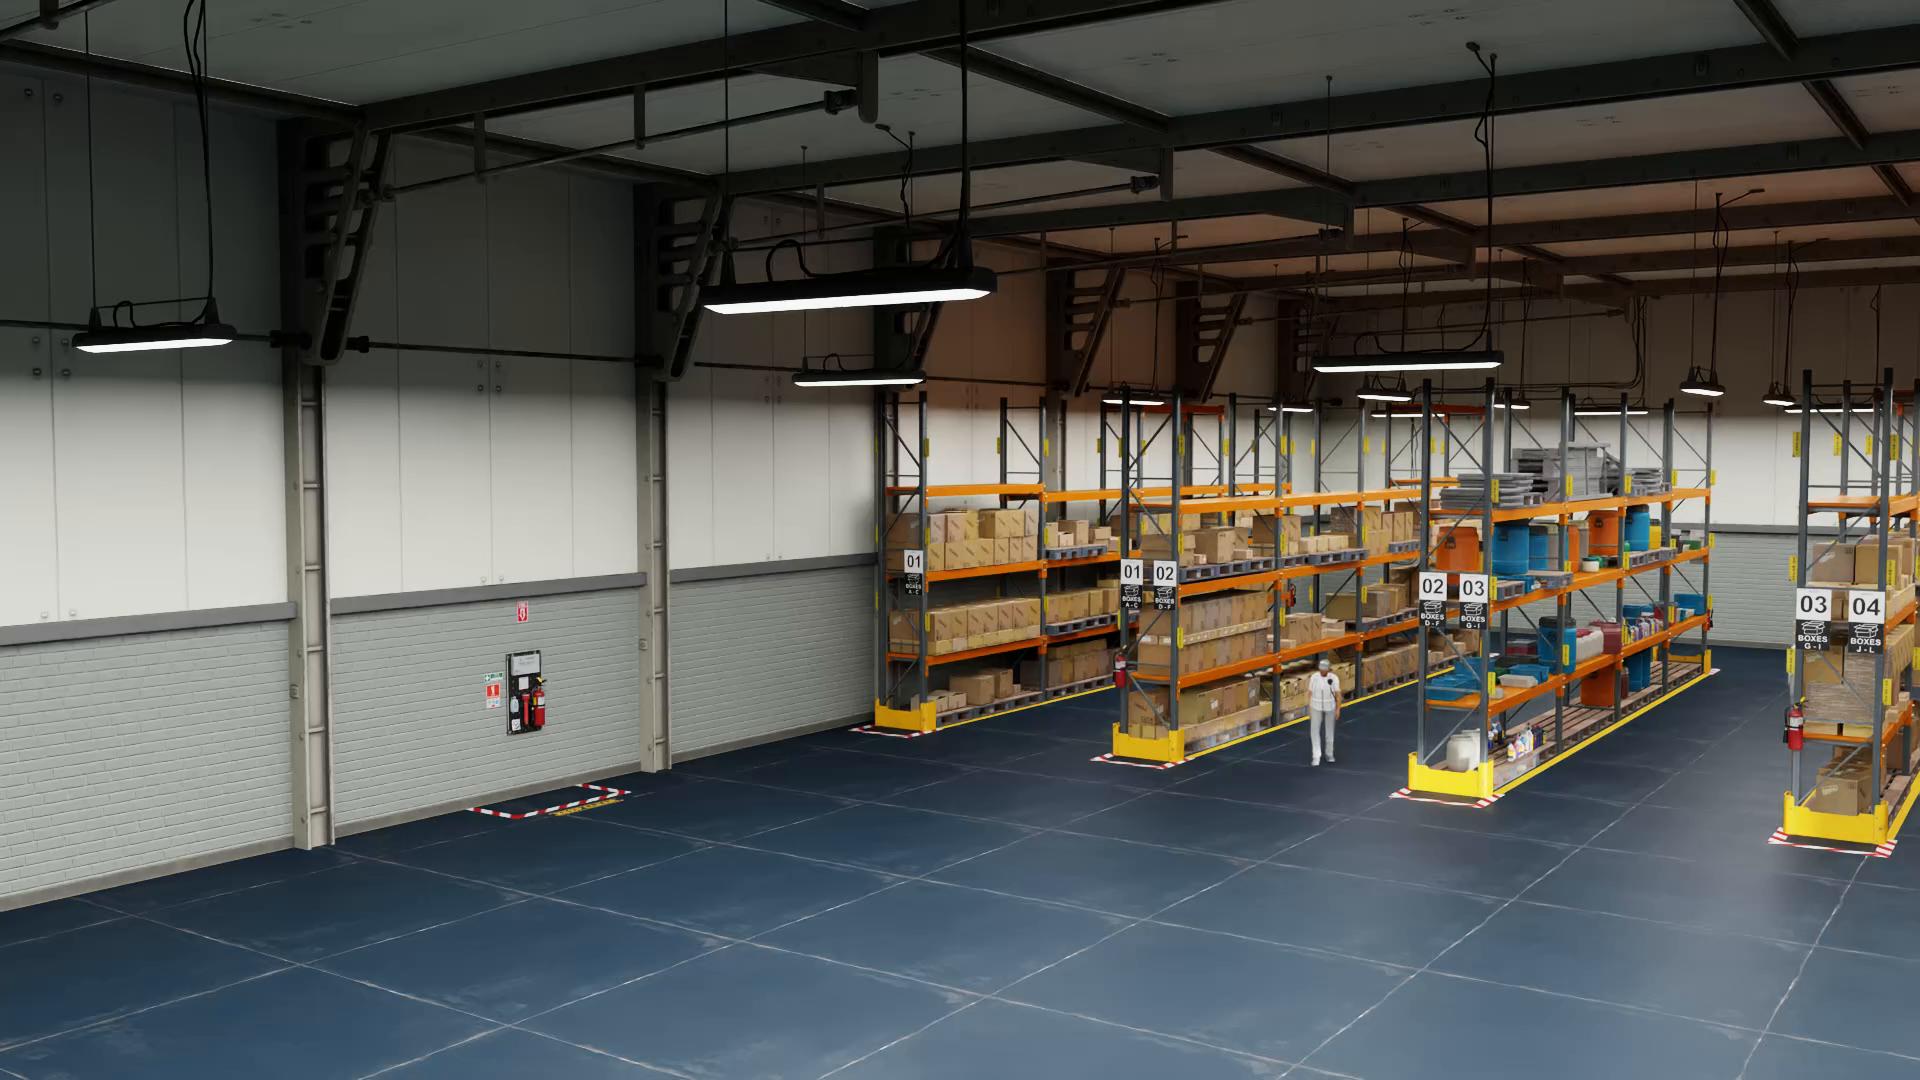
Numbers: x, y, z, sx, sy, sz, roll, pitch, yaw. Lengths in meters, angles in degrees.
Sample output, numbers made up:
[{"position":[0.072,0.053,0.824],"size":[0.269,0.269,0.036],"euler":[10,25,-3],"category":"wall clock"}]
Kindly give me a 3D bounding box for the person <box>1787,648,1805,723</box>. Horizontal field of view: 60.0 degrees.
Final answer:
[{"position":[15.292,2.484,30.181],"size":[0.452,1.612,1.045],"euler":[2,4,29],"category":"person"}]

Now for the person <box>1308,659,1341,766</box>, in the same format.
[{"position":[5.785,2.731,26.384],"size":[0.524,1.715,0.540],"euler":[1,3,18],"category":"person"}]
